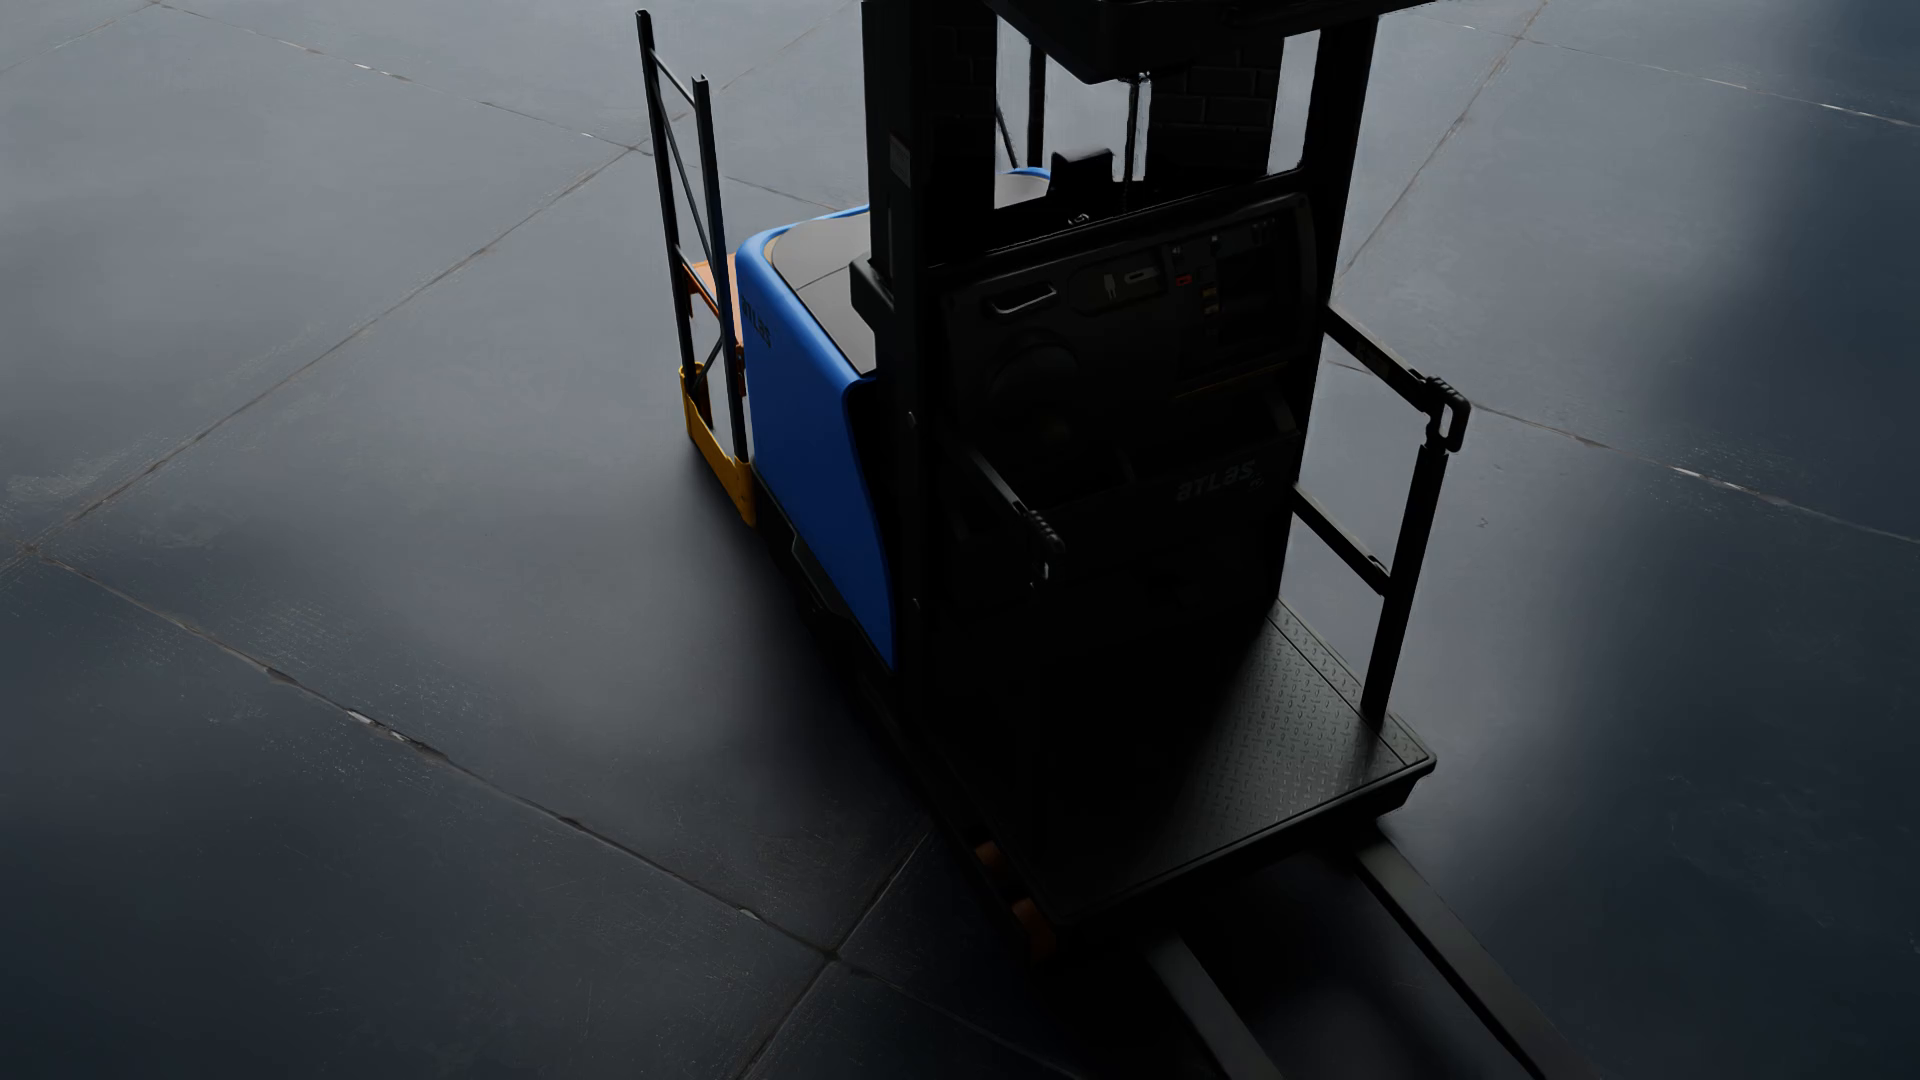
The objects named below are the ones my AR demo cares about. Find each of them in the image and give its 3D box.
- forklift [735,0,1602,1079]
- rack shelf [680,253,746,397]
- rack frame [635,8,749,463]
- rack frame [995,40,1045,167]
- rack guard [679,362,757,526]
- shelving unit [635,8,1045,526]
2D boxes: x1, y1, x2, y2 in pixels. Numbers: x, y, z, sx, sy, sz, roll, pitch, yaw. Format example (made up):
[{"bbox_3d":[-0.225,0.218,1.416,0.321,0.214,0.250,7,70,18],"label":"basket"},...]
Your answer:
[{"bbox_3d":[0.484,-0.406,3.493,1.130,2.935,3.031,-19,45,-20],"label":"forklift"},{"bbox_3d":[-0.334,-0.801,5.297,1.000,0.185,0.538,-19,45,-20],"label":"rack shelf"},{"bbox_3d":[-0.786,-0.782,5.004,0.032,1.500,0.500,-19,45,-20],"label":"rack frame"},{"bbox_3d":[0.119,-1.089,5.352,0.032,1.500,0.500,-19,45,-20],"label":"rack frame"},{"bbox_3d":[-0.769,-0.319,5.423,0.087,0.250,0.587,-19,45,-20],"label":"rack guard"},{"bbox_3d":[-0.325,-0.938,5.181,1.083,1.500,0.587,-19,45,-20],"label":"shelving unit"}]
